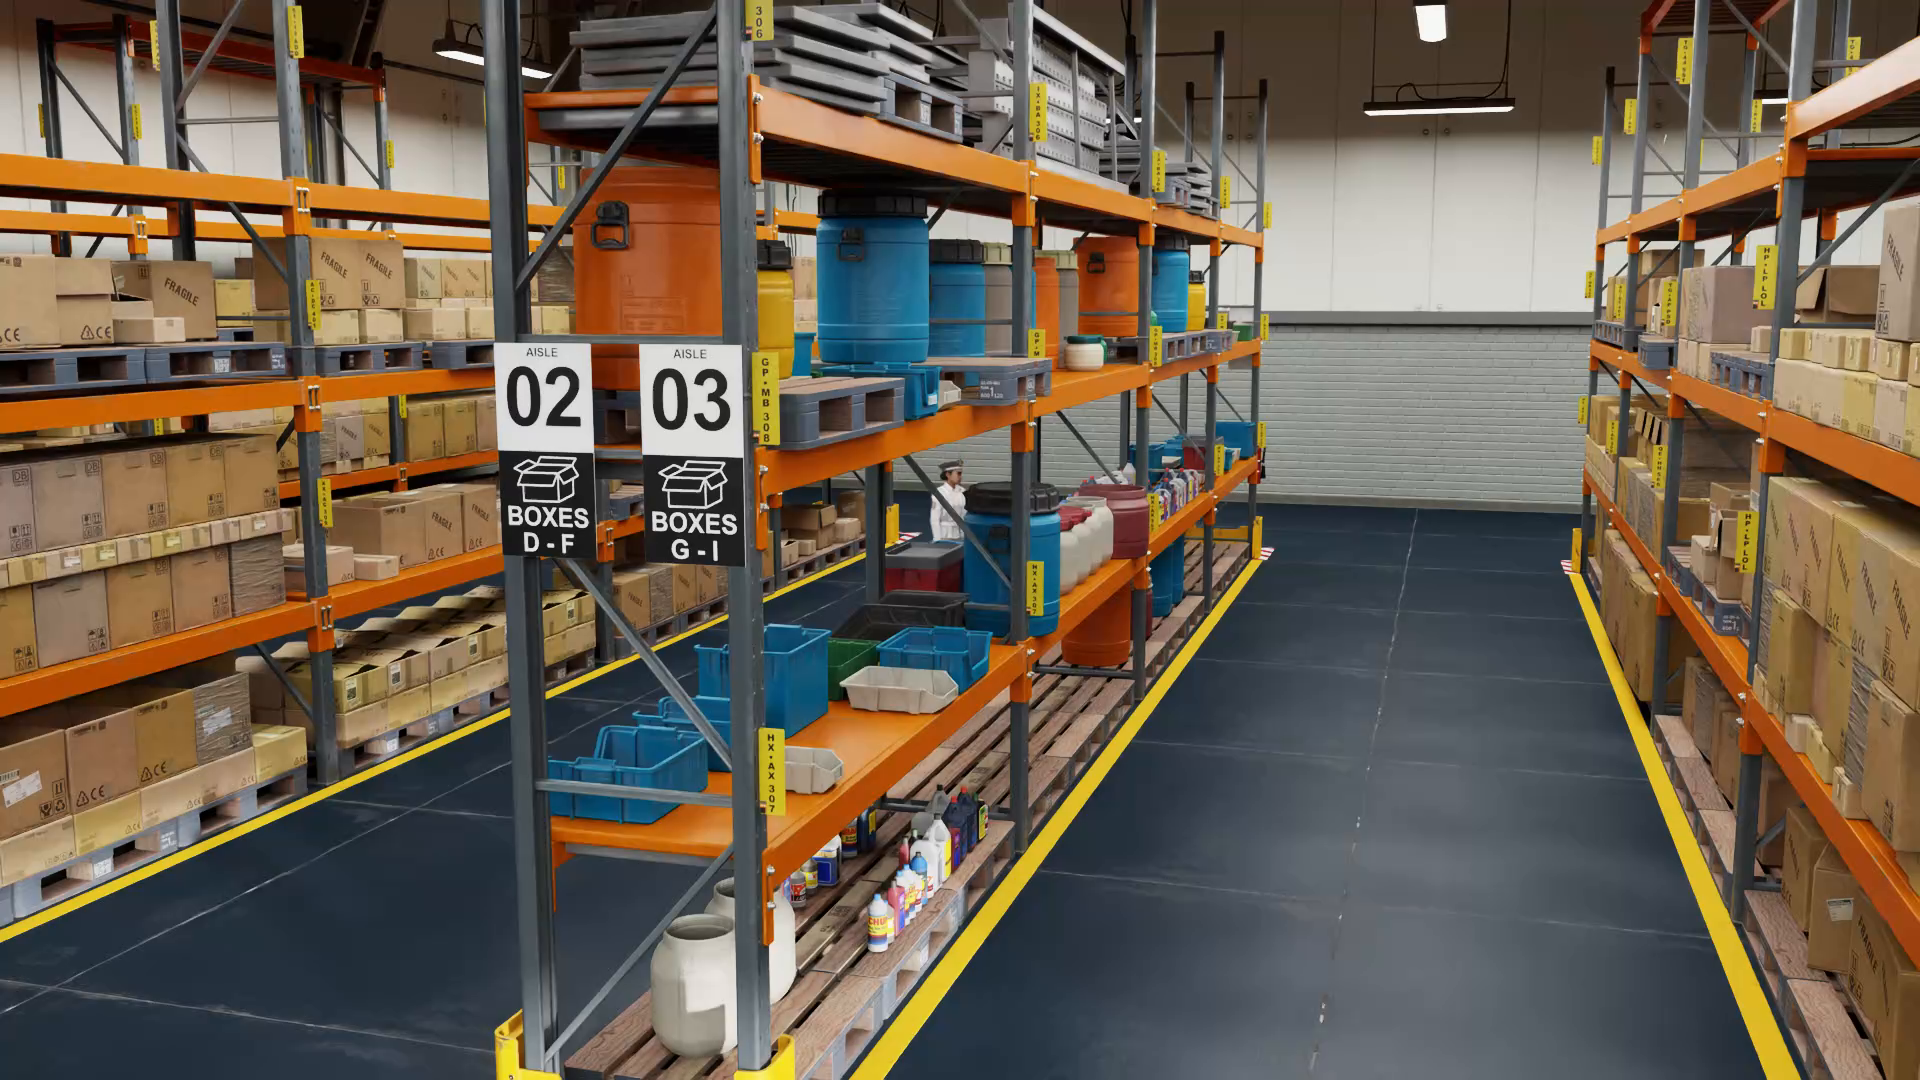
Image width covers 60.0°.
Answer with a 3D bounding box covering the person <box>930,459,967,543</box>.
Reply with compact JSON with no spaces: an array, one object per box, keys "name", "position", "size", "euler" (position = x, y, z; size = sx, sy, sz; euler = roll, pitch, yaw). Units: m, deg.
[{"name":"person","position":[-0.090,0.027,17.053],"size":[0.568,1.706,0.374],"euler":[-8,12,-43]}]
